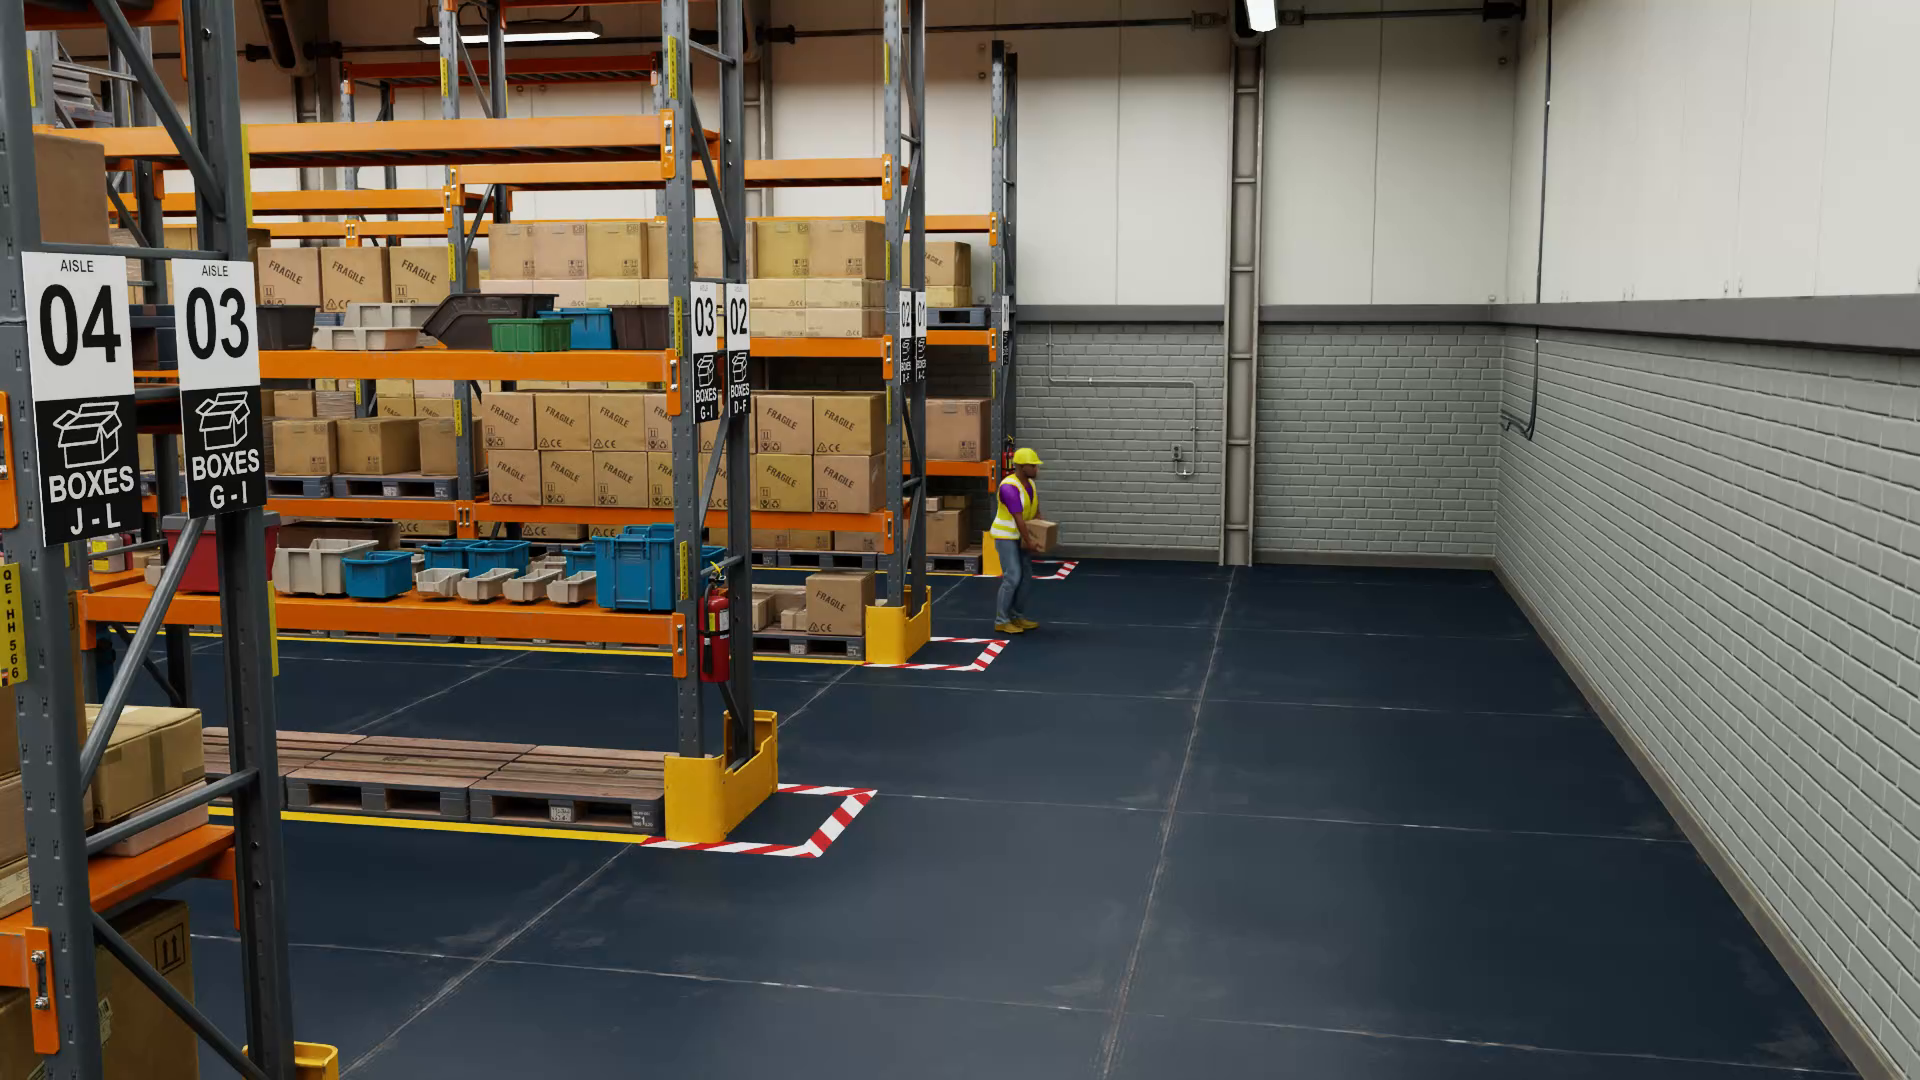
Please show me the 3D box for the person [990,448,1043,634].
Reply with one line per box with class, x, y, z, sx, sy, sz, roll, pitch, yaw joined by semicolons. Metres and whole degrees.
person;0.600;0.001;15.792;0.583;1.745;0.503;5;9;31
